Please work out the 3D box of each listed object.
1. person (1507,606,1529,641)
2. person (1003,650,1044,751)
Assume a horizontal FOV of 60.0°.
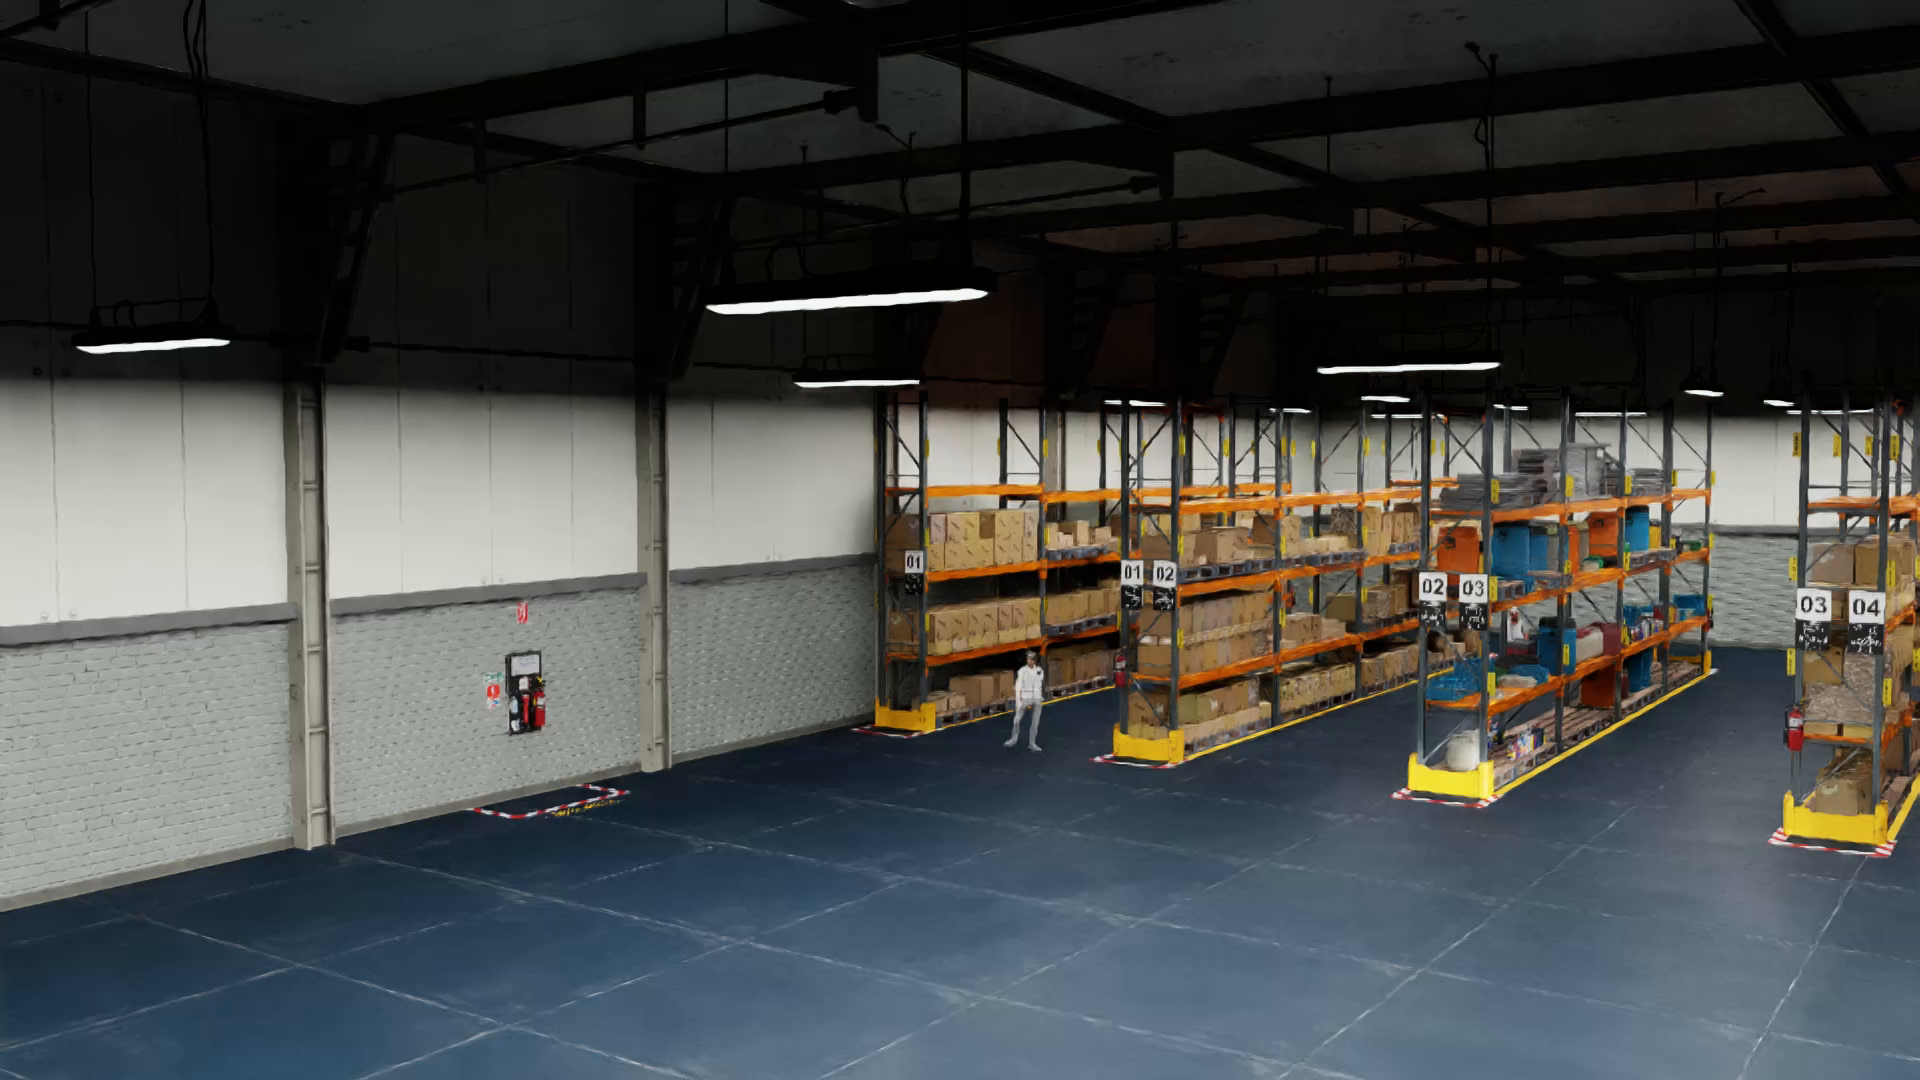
[{"bbox_3d":[11.492,2.224,34.421,0.565,1.736,1.045,2,4,34],"label":"person"},{"bbox_3d":[1.061,2.648,27.560,0.668,1.663,0.490,-1,3,-9],"label":"person"}]
